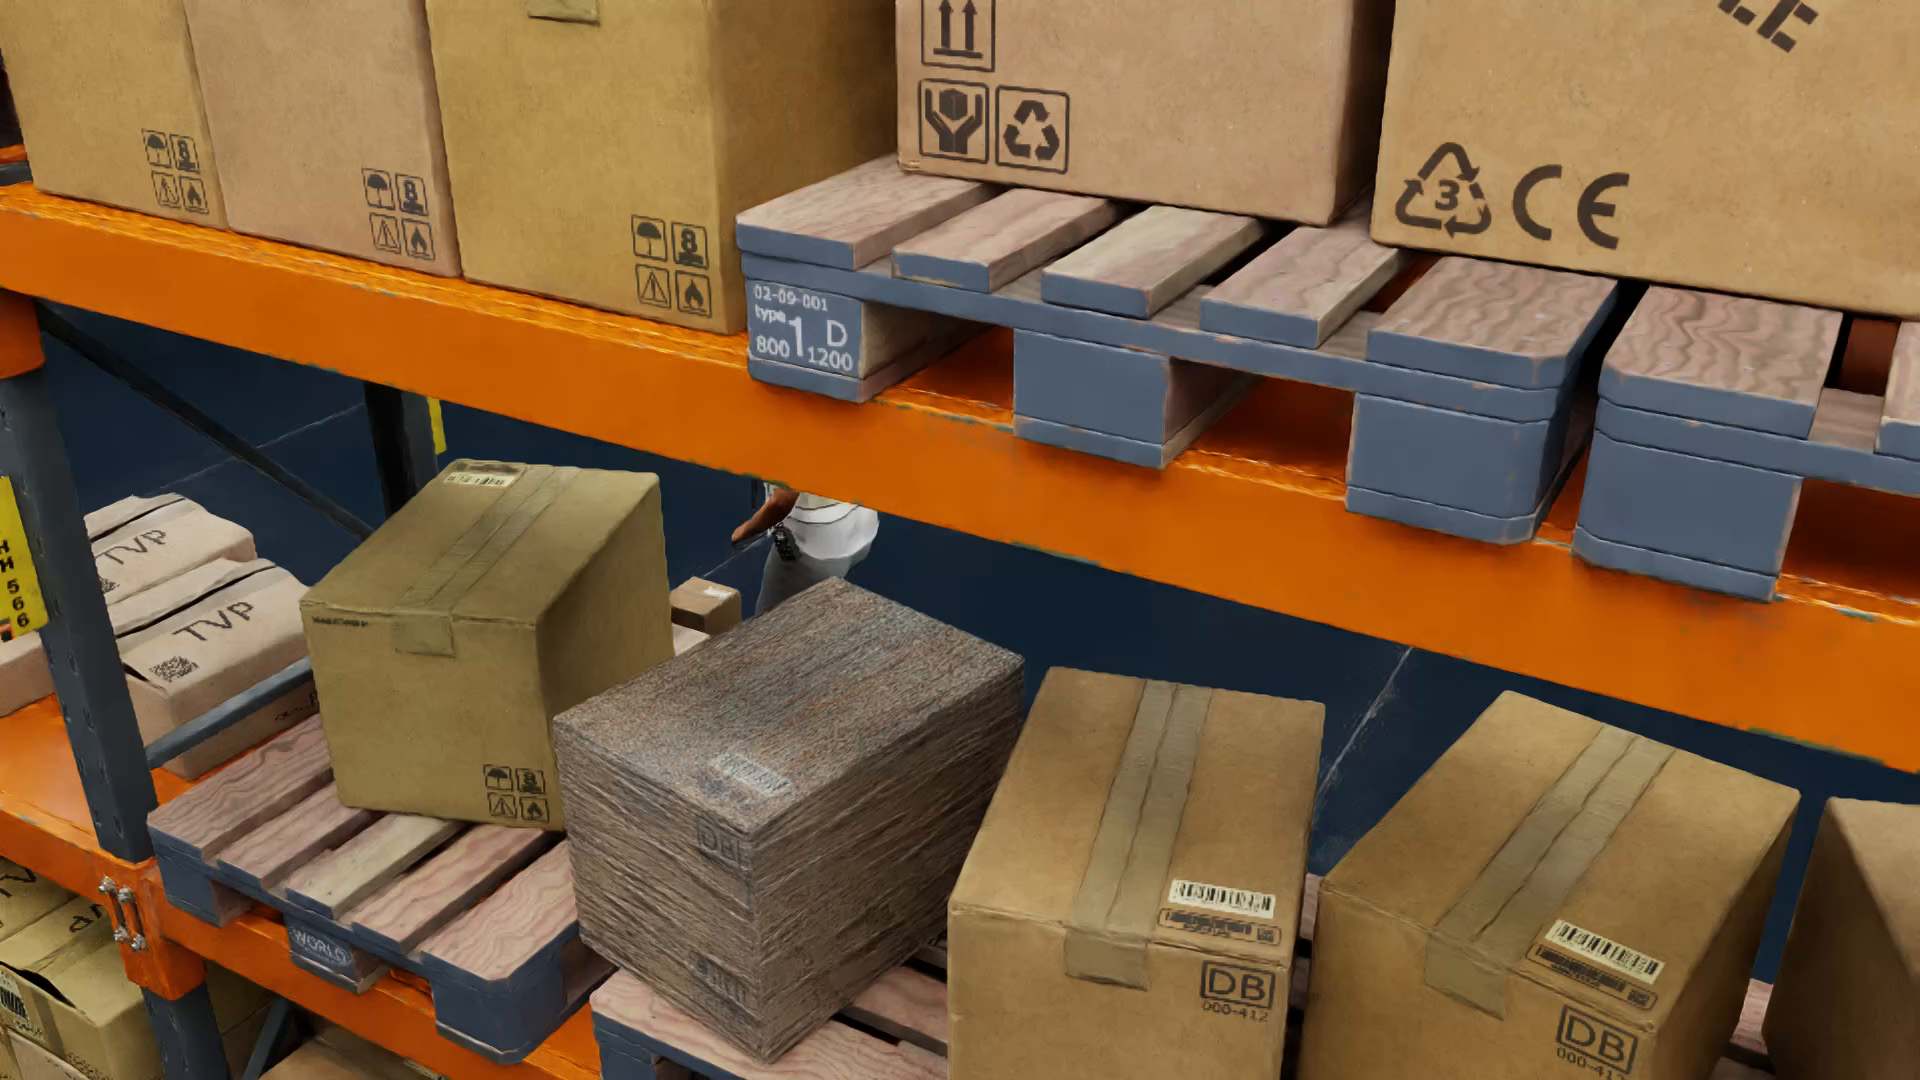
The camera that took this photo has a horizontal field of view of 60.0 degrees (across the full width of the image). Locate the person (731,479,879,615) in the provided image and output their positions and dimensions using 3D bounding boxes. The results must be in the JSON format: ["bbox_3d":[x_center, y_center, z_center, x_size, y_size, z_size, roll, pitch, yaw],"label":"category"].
[{"bbox_3d":[-0.572,-0.005,6.161,0.497,1.642,0.663,12,29,22],"label":"person"}]
